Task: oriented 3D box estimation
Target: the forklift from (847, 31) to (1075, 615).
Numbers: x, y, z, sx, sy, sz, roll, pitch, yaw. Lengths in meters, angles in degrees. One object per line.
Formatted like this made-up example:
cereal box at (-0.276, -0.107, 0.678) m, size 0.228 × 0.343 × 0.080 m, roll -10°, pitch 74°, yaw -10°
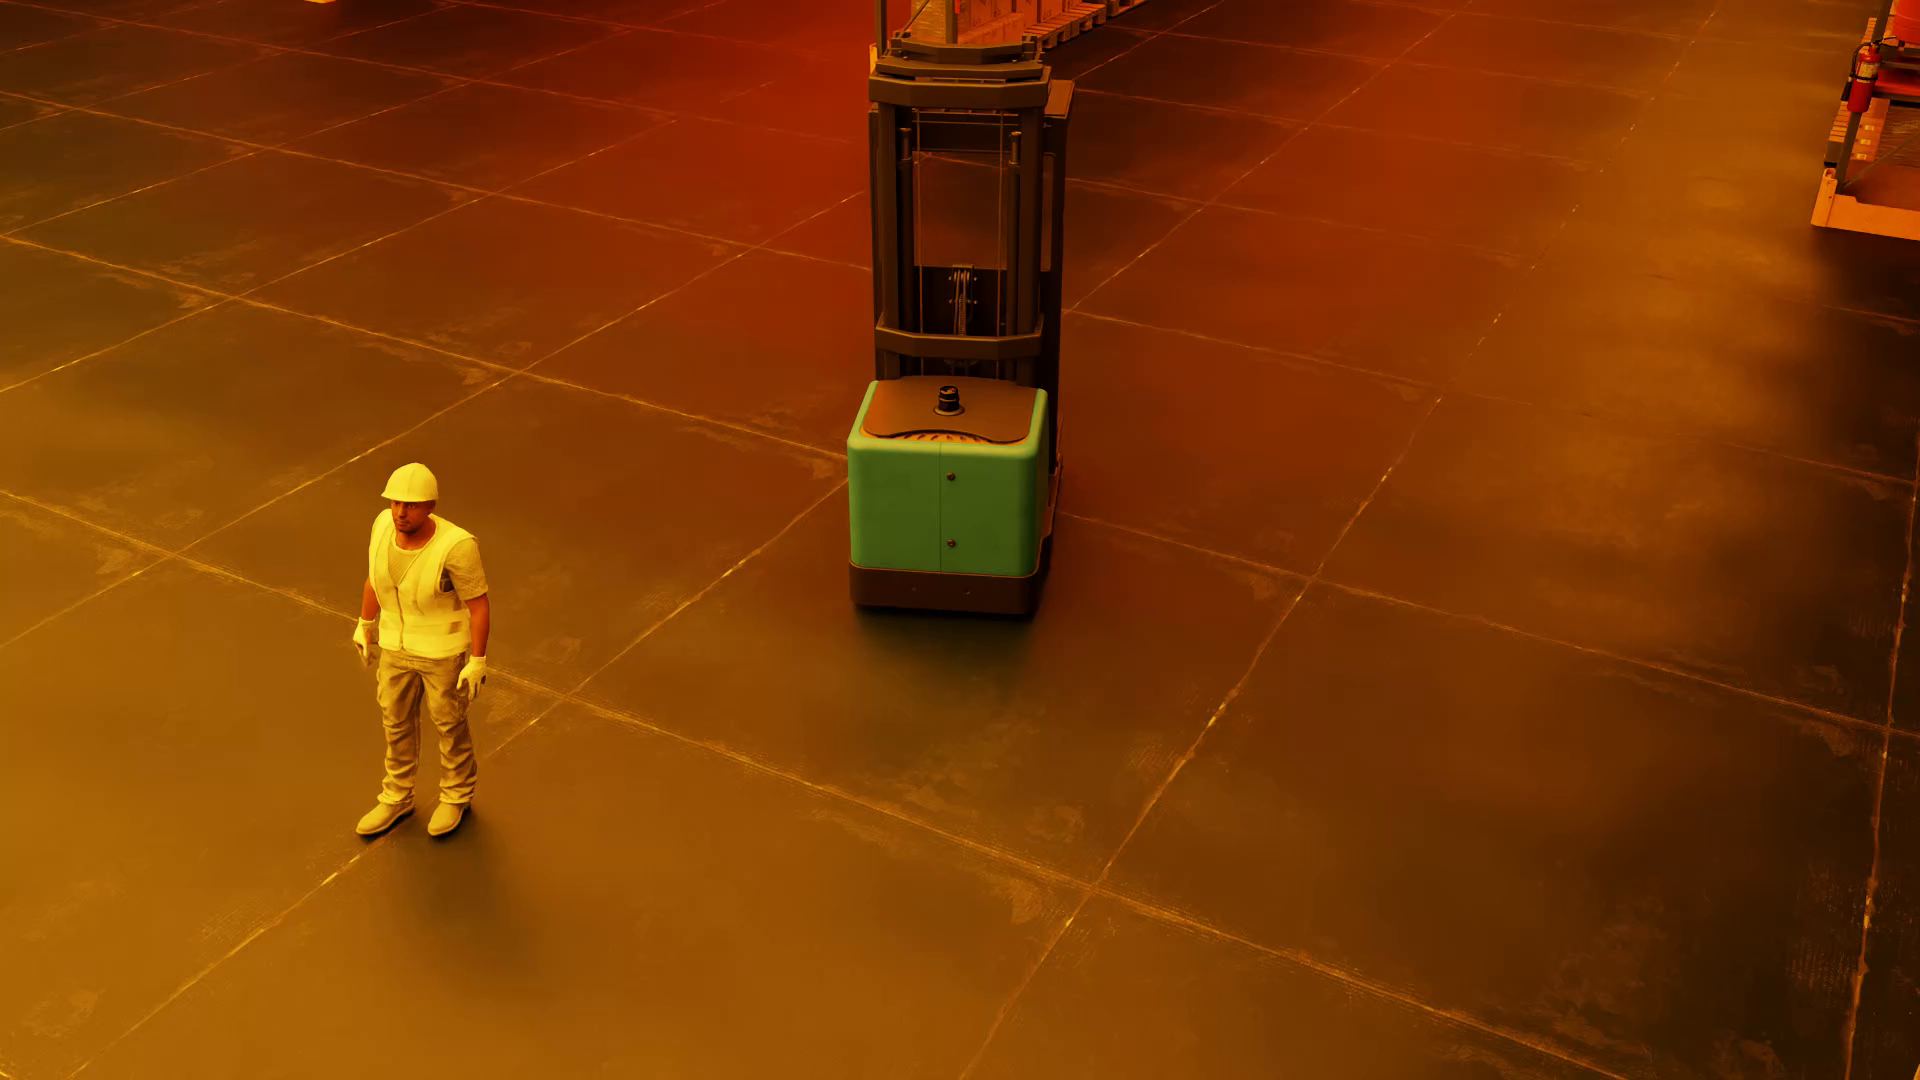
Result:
forklift at (0.072, -1.572, 9.794) m, size 1.130 × 2.935 × 3.031 m, roll 3°, pitch 30°, yaw 6°

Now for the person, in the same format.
person at (-2.399, 0.510, 7.321) m, size 0.657 × 1.782 × 0.577 m, roll 11°, pitch 32°, yaw 18°
